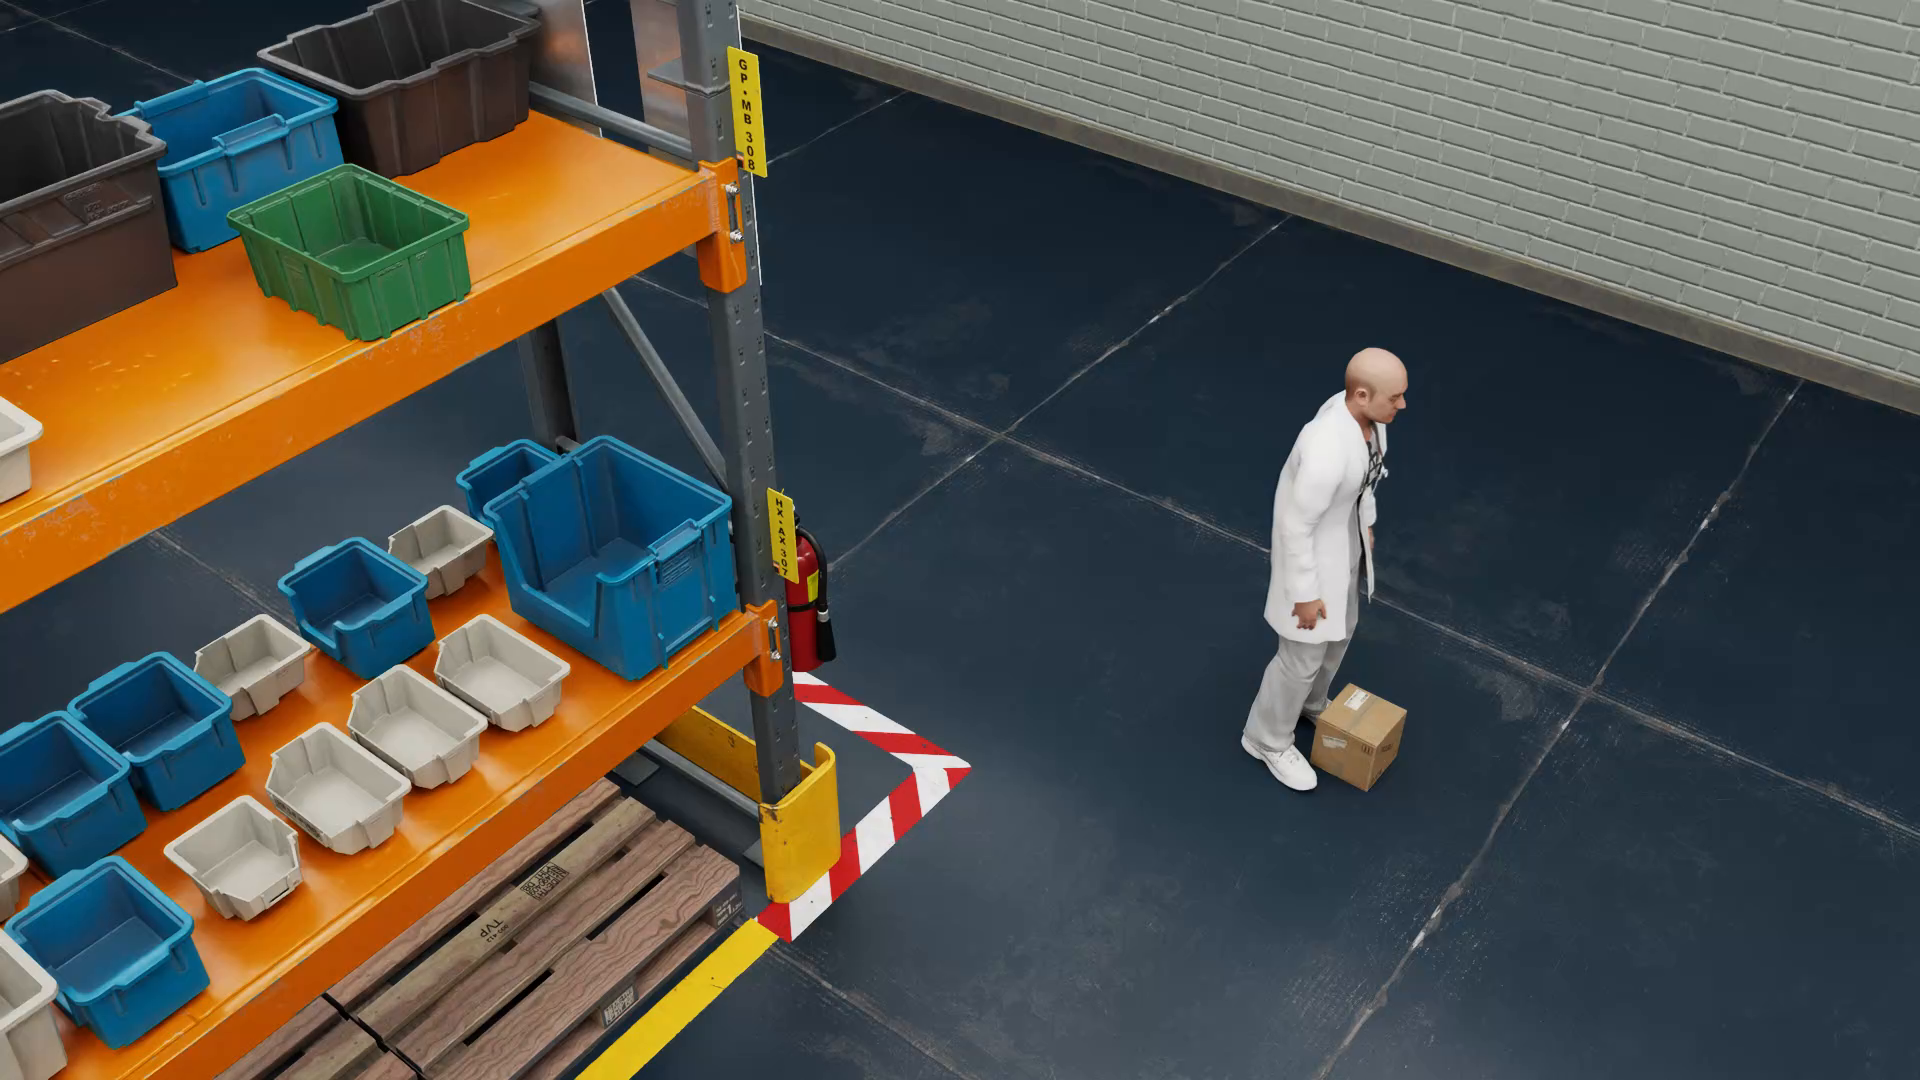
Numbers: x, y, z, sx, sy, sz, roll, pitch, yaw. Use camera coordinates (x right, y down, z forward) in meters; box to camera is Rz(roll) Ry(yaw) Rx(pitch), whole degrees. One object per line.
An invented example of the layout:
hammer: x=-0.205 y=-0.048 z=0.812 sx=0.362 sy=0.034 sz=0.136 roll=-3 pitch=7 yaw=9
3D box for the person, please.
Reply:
person: x=1.347 y=0.066 z=6.082 sx=0.422 sy=1.774 sz=0.653 roll=23 pitch=44 yaw=26
